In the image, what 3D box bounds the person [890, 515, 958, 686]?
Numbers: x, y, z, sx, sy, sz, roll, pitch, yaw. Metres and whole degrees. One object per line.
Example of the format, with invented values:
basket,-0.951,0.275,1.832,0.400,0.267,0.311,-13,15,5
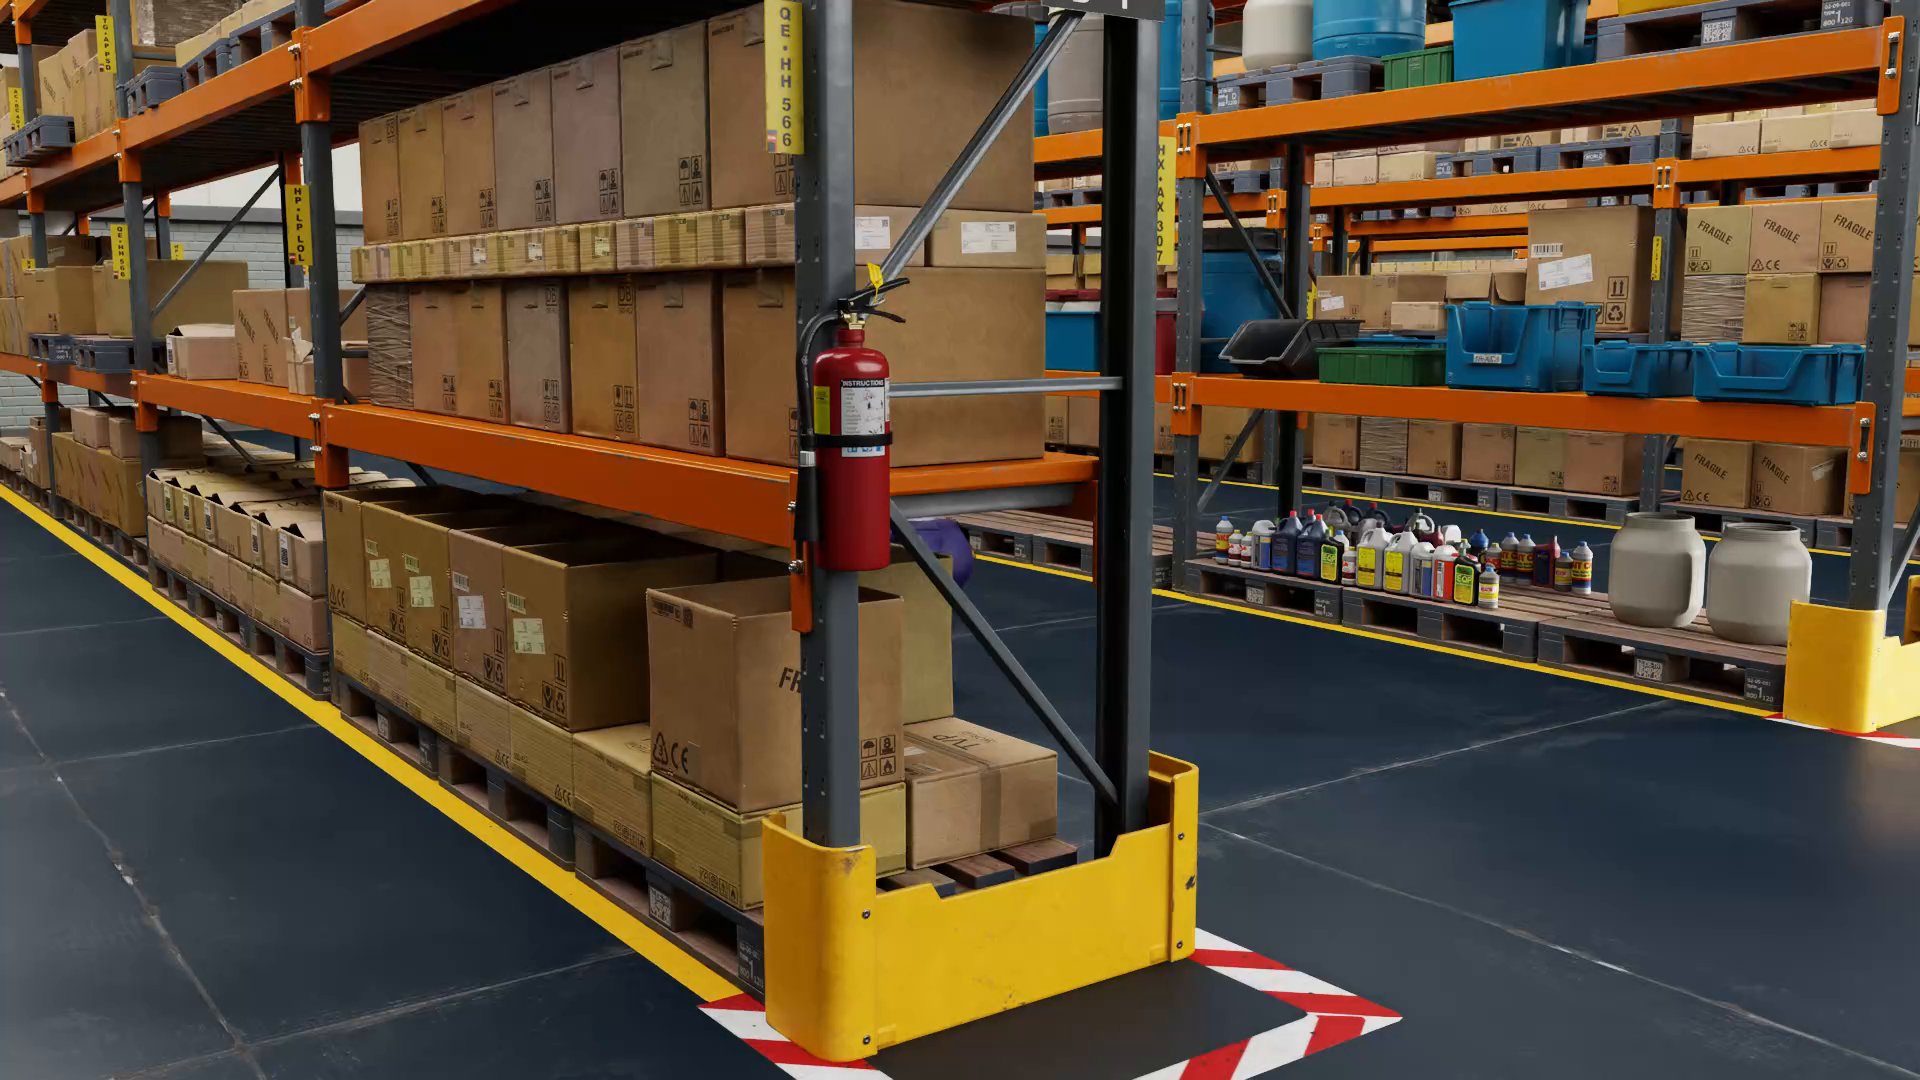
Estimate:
person,-0.245,-0.146,7.389,0.538,1.652,0.422,-6,10,-38
